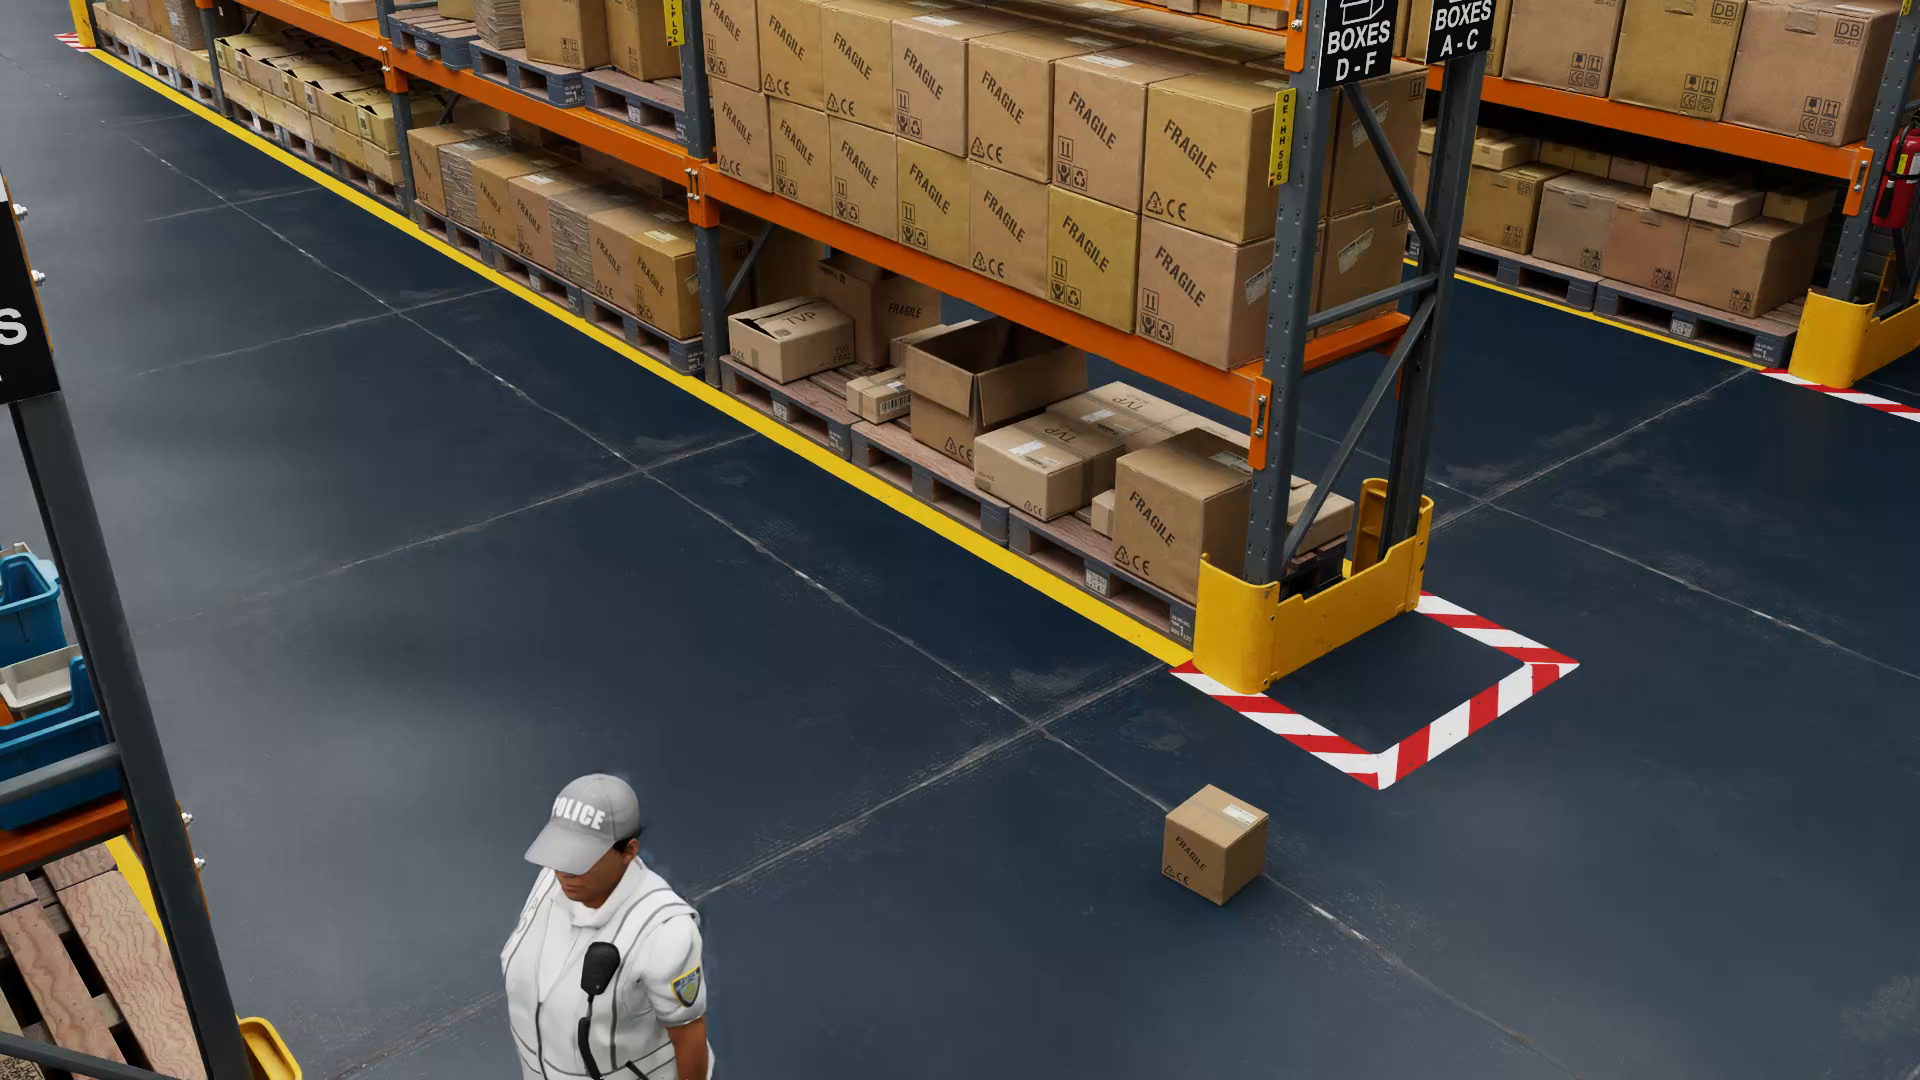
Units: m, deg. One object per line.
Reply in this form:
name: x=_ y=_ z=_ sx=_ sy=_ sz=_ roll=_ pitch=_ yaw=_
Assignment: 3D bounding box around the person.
person: x=-0.762 y=1.225 z=3.814 sx=0.482 sy=1.648 sz=0.615 roll=21 pitch=35 yaw=33
